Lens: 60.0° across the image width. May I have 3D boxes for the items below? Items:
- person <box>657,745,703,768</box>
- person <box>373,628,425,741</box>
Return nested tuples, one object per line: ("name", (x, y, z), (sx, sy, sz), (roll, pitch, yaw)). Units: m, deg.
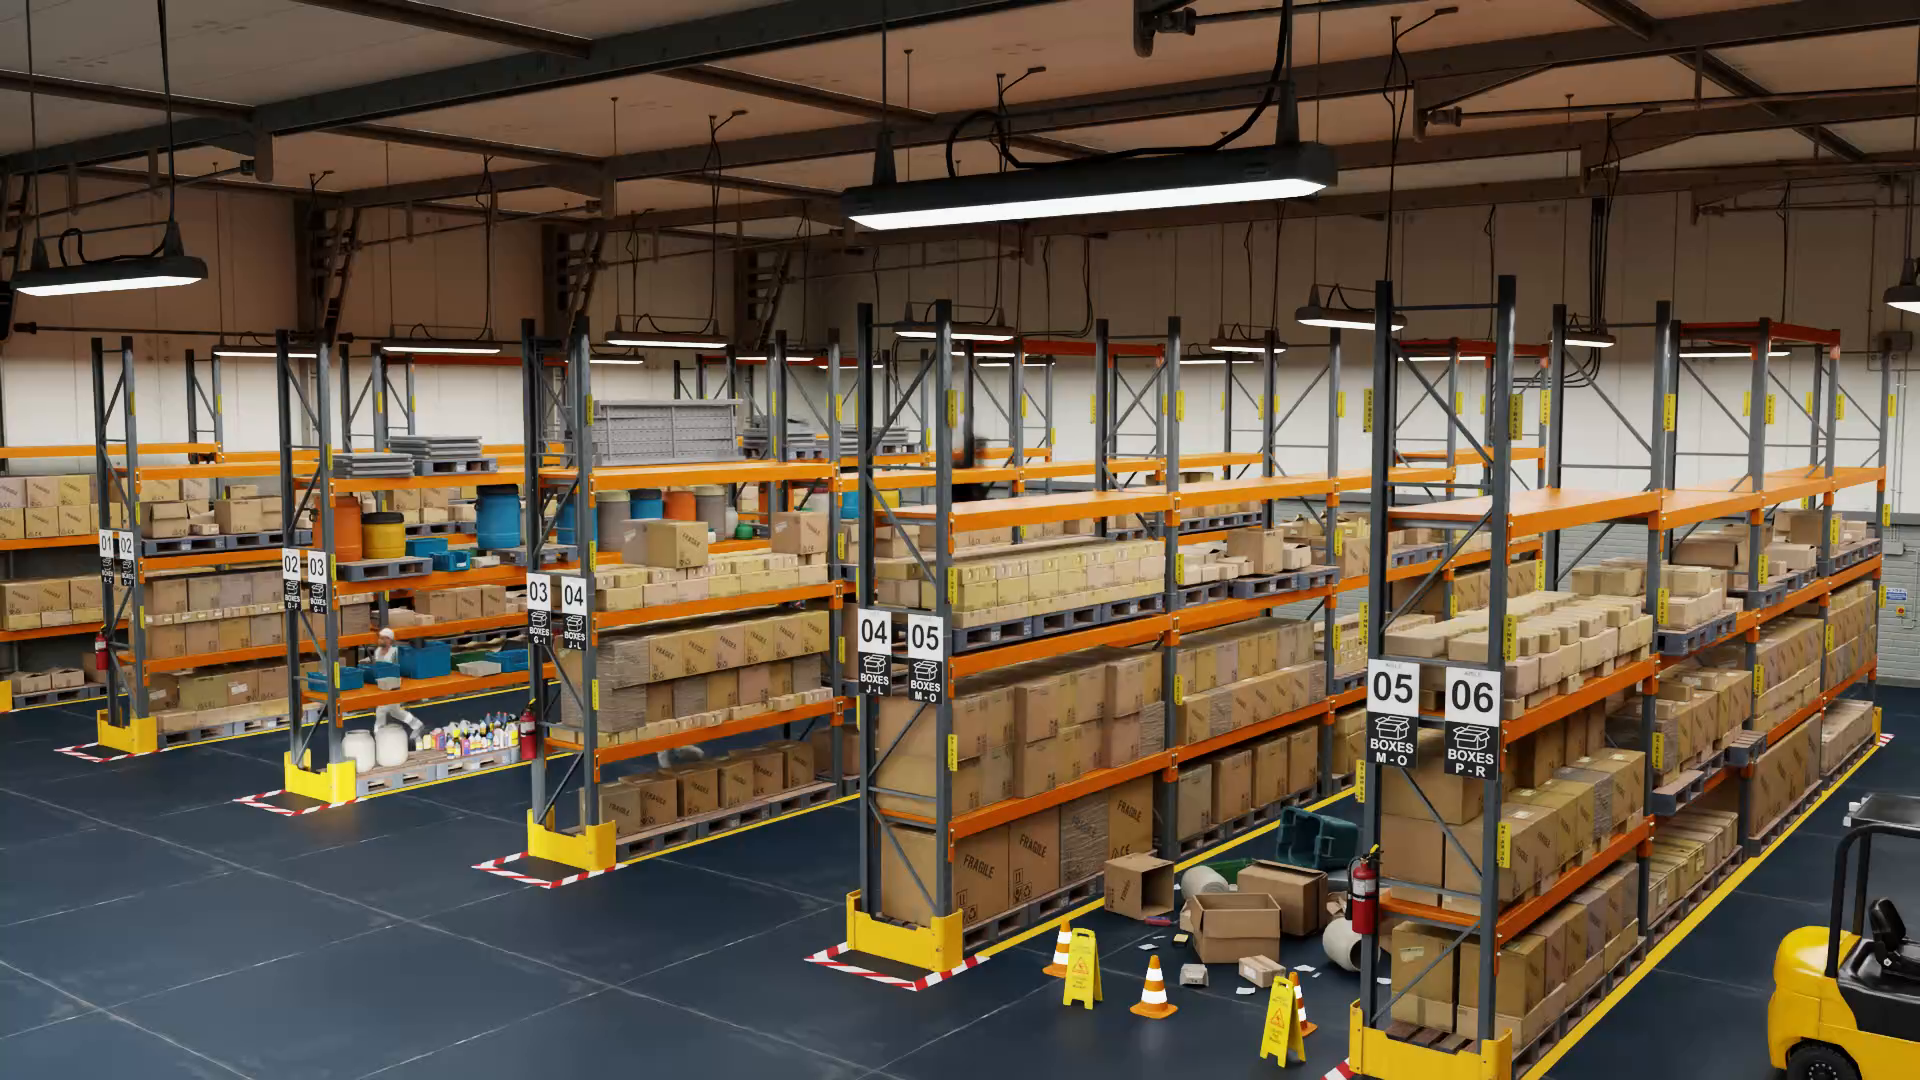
("person", (-3.777, 2.375, 22.111), (0.715, 1.735, 0.826), (3, 6, 29))
("person", (-8.275, 2.179, 24.175), (0.621, 1.818, 1.088), (4, 7, 40))
